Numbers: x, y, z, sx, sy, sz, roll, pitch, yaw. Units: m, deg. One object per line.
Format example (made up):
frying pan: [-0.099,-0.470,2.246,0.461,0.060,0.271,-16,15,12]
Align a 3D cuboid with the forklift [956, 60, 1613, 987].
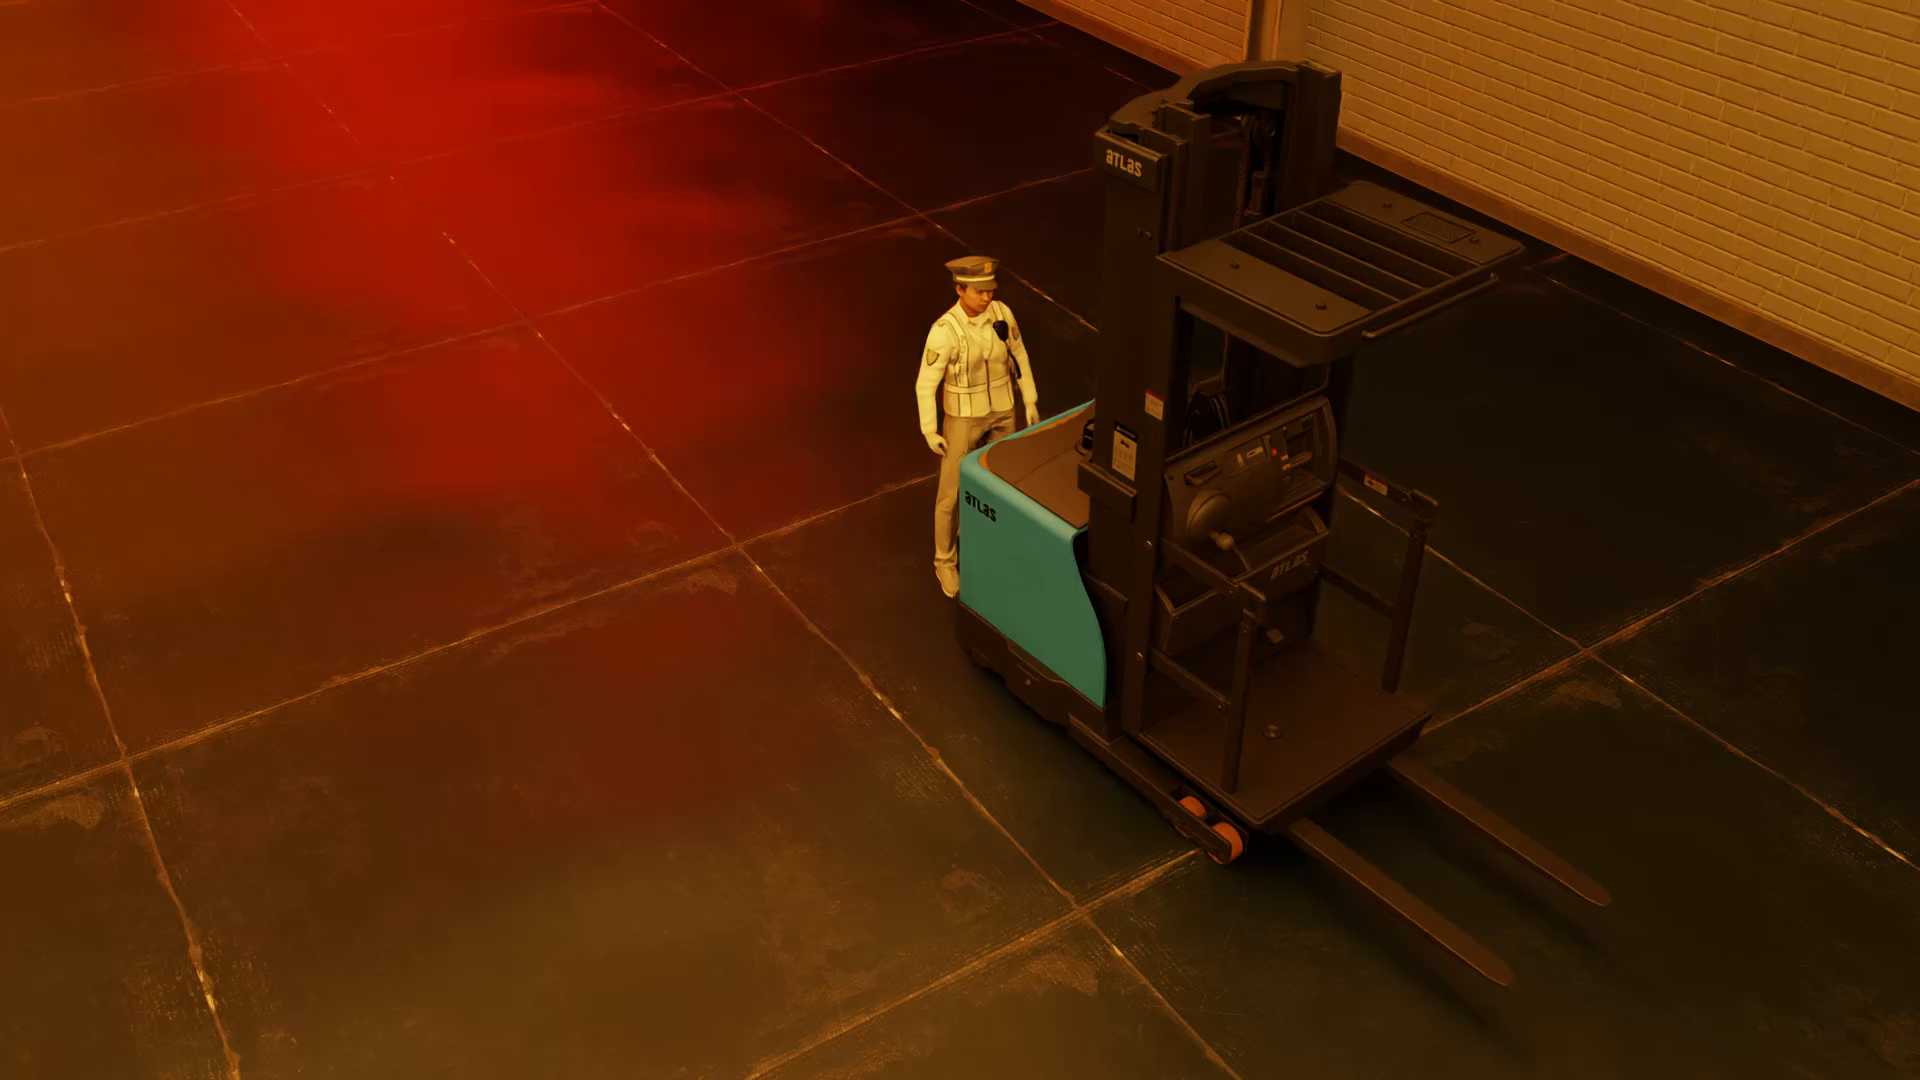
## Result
forklift: [1.291,-0.202,6.435,1.130,2.935,3.031,-25,42,-31]

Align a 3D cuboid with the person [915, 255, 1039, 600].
person: [0.117,-0.572,8.096,0.631,1.653,0.574,-15,38,-20]
